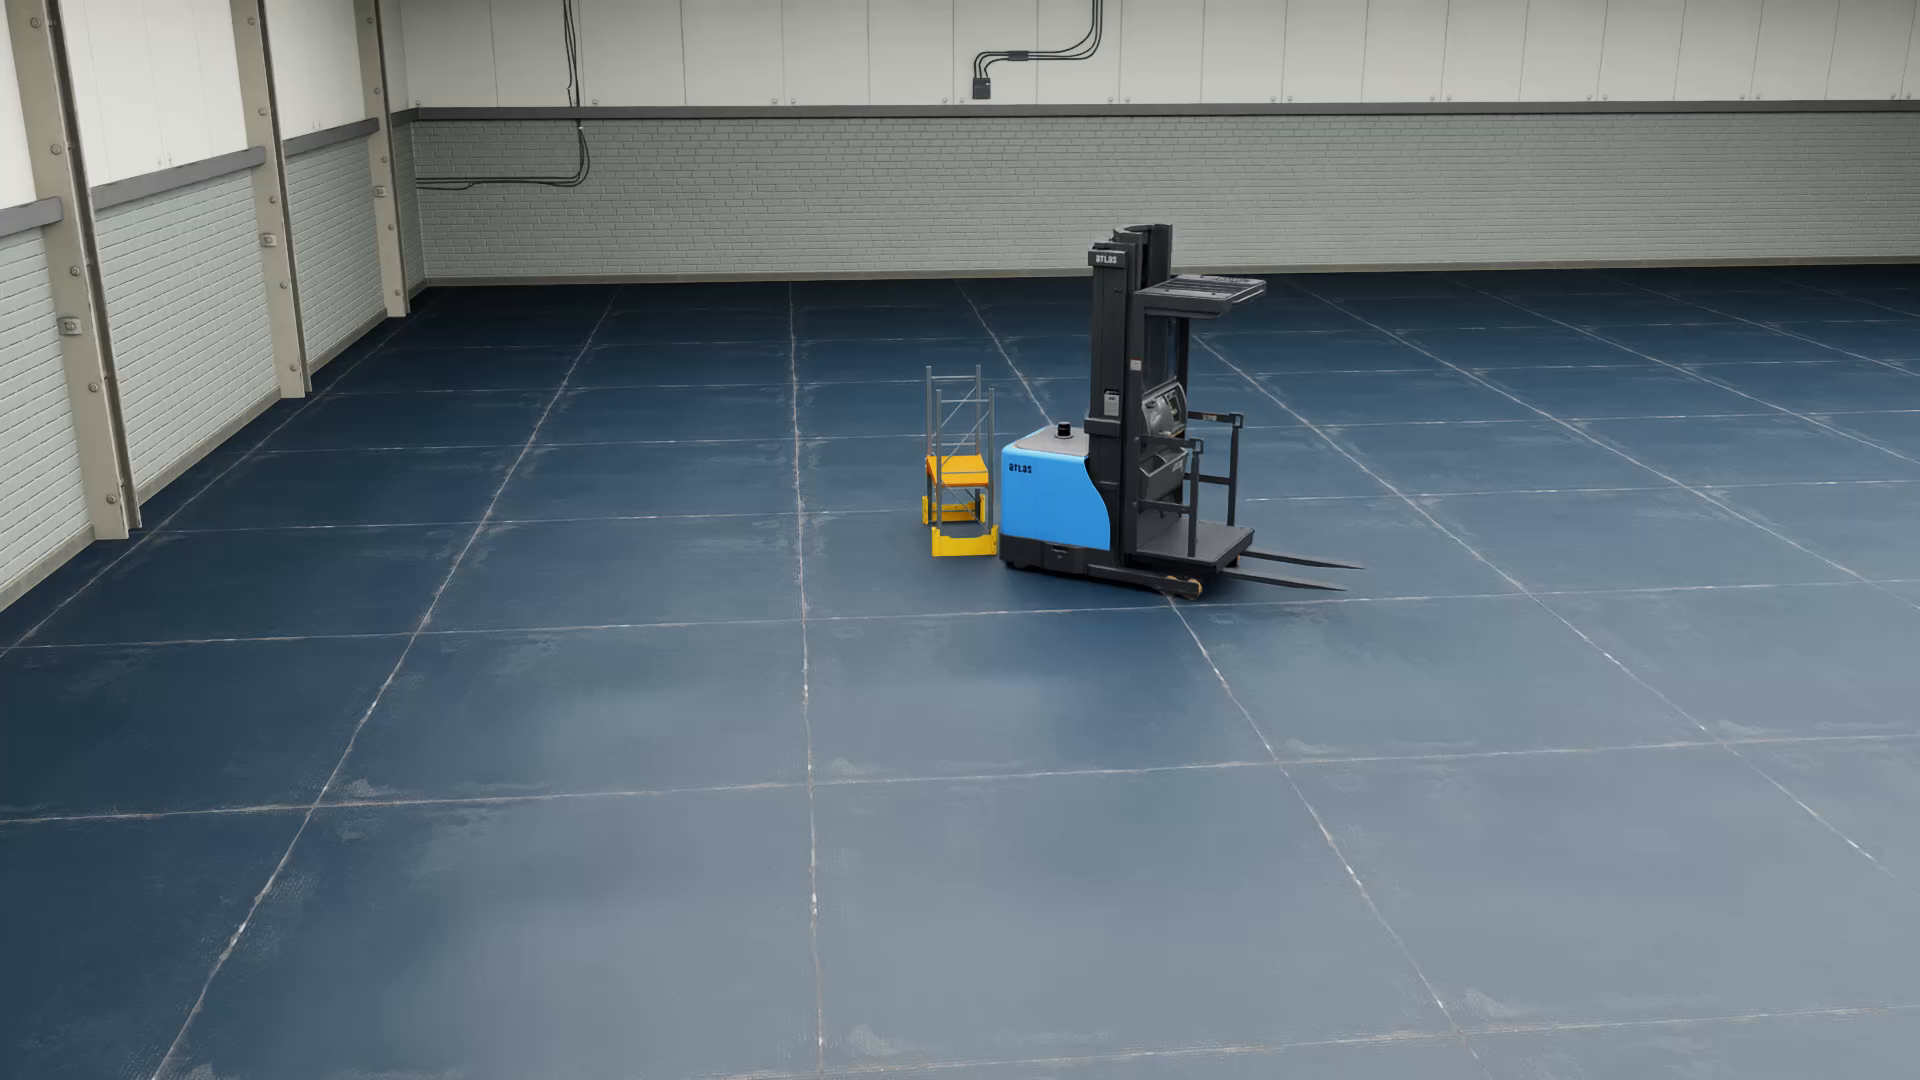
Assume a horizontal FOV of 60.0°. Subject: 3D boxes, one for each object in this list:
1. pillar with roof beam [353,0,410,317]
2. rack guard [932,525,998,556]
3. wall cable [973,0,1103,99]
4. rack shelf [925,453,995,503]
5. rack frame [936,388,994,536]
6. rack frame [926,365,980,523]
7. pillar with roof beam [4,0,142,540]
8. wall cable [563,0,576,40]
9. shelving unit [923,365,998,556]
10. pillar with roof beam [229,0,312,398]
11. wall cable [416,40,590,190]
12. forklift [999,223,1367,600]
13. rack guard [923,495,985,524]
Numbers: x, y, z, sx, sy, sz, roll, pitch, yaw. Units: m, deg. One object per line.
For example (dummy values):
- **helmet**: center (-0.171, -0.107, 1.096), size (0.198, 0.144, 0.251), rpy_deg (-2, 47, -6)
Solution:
- **pillar with roof beam**: center (-4.791, -8.067, 25.923), size (9.100, 9.000, 0.400), rpy_deg (-2, 18, -6)
- **rack guard**: center (0.044, 0.006, 14.812), size (0.587, 0.250, 0.087), rpy_deg (-2, 18, -6)
- **wall cable**: center (1.383, -10.764, 28.835), size (2.305, 6.003, 0.169), rpy_deg (-2, 18, -6)
- **rack shelf**: center (-0.009, -0.569, 15.160), size (0.538, 0.185, 1.000), rpy_deg (-2, 18, -6)
- **rack frame**: center (0.044, -0.590, 14.624), size (0.500, 1.500, 0.032), rpy_deg (-2, 18, -6)
- **rack frame**: center (-0.061, -0.892, 15.589), size (0.500, 1.500, 0.032), rpy_deg (-2, 18, -6)
- **pillar with roof beam**: center (-3.553, -4.492, 14.535), size (9.100, 9.000, 0.400), rpy_deg (-2, 18, -6)
- **wall cable**: center (-5.371, -9.865, 28.400), size (3.097, 2.526, 0.112), rpy_deg (-2, 18, -6)
- **shelving unit**: center (-0.008, -0.738, 15.098), size (0.587, 1.500, 1.083), rpy_deg (-2, 18, -6)
- **pillar with roof beam**: center (-4.172, -6.280, 20.229), size (9.100, 9.000, 0.400), rpy_deg (-2, 18, -6)
- **wall cable**: center (-8.062, -7.371, 28.890), size (3.097, 2.526, 0.112), rpy_deg (-2, 18, -6)
- **forklift**: center (1.890, -1.088, 13.821), size (3.031, 2.935, 1.130), rpy_deg (9, 20, 26)
- **rack guard**: center (-0.059, -0.290, 15.758), size (0.587, 0.250, 0.087), rpy_deg (-2, 18, -6)
